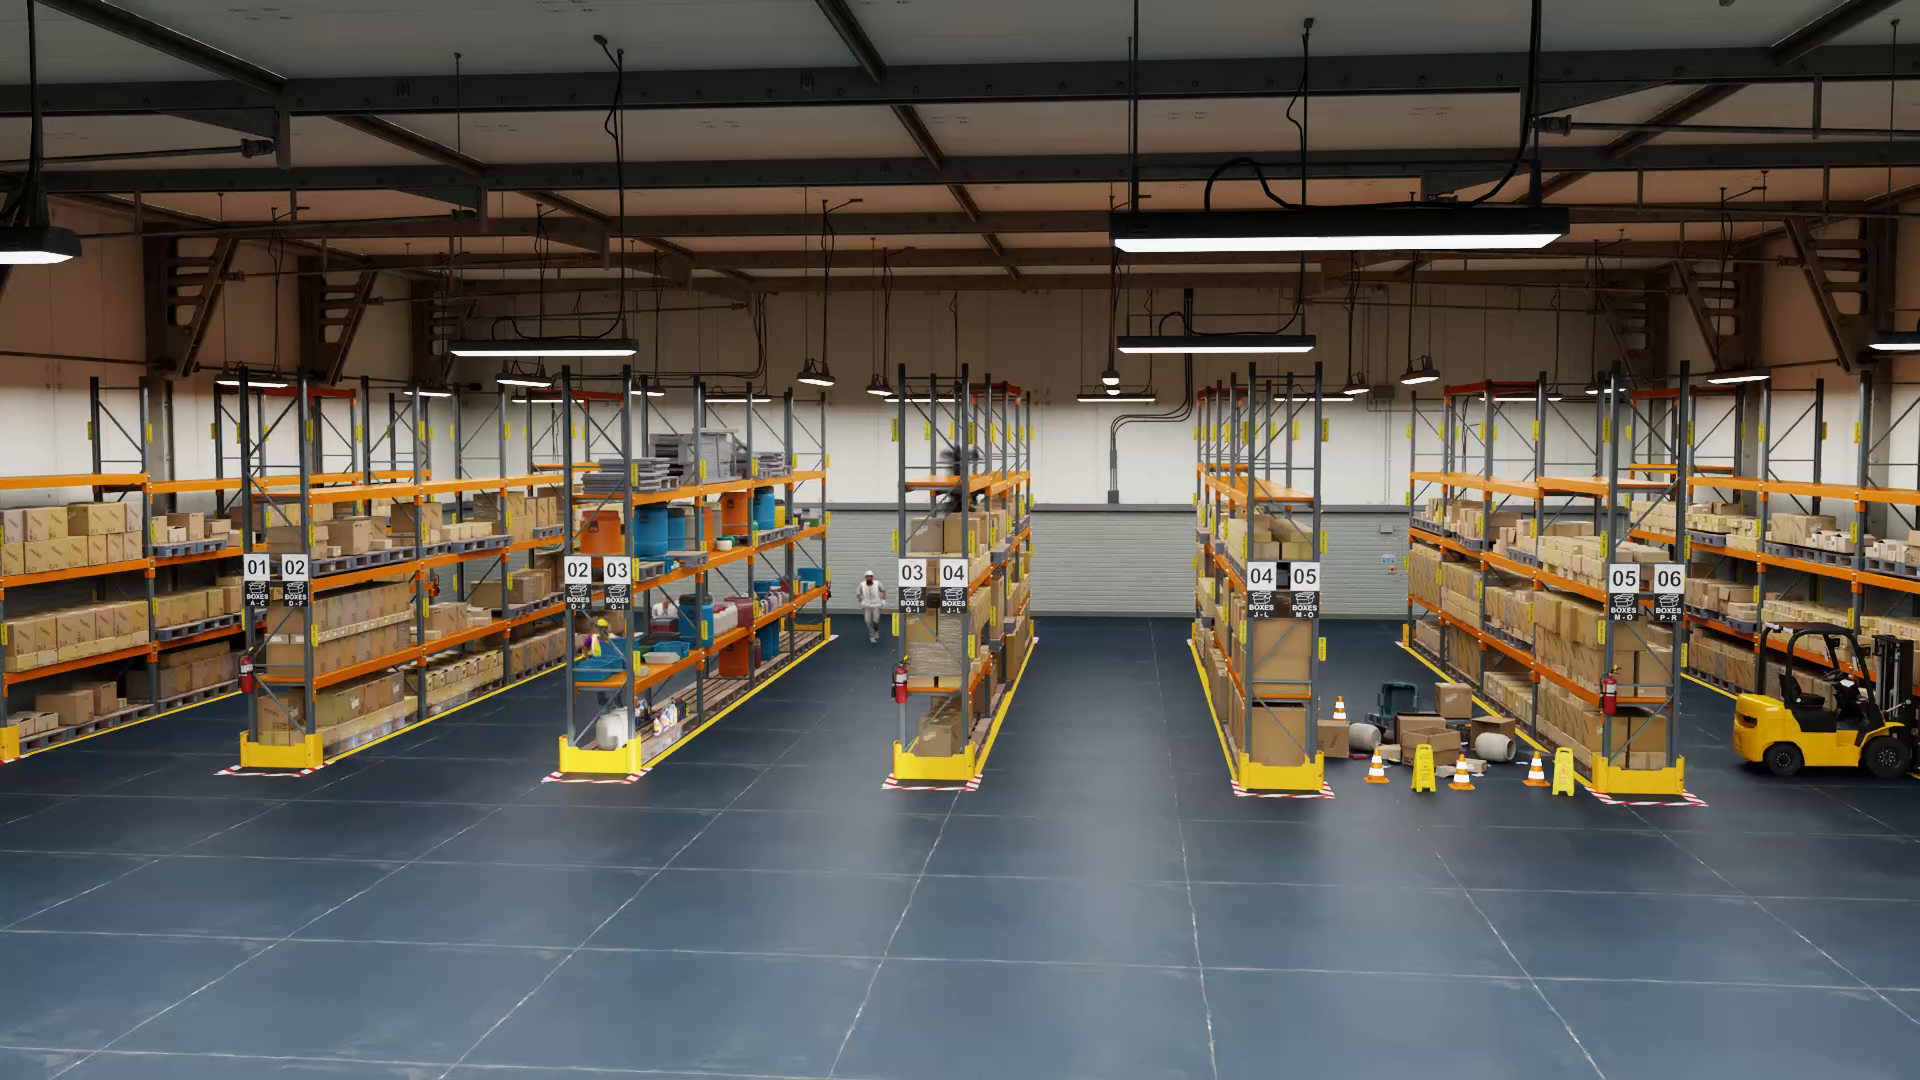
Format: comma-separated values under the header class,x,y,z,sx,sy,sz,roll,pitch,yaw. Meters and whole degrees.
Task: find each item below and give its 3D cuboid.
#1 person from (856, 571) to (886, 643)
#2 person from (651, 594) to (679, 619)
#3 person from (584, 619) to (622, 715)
class,x,y,z,sx,sy,sz,roll,pitch,yaw
person,-2.123,1.590,39.654,0.696,1.735,0.572,0,4,-1
person,-6.089,1.949,34.573,0.712,1.711,0.723,0,4,3
person,-6.202,2.276,28.988,0.806,1.825,0.720,0,4,4
